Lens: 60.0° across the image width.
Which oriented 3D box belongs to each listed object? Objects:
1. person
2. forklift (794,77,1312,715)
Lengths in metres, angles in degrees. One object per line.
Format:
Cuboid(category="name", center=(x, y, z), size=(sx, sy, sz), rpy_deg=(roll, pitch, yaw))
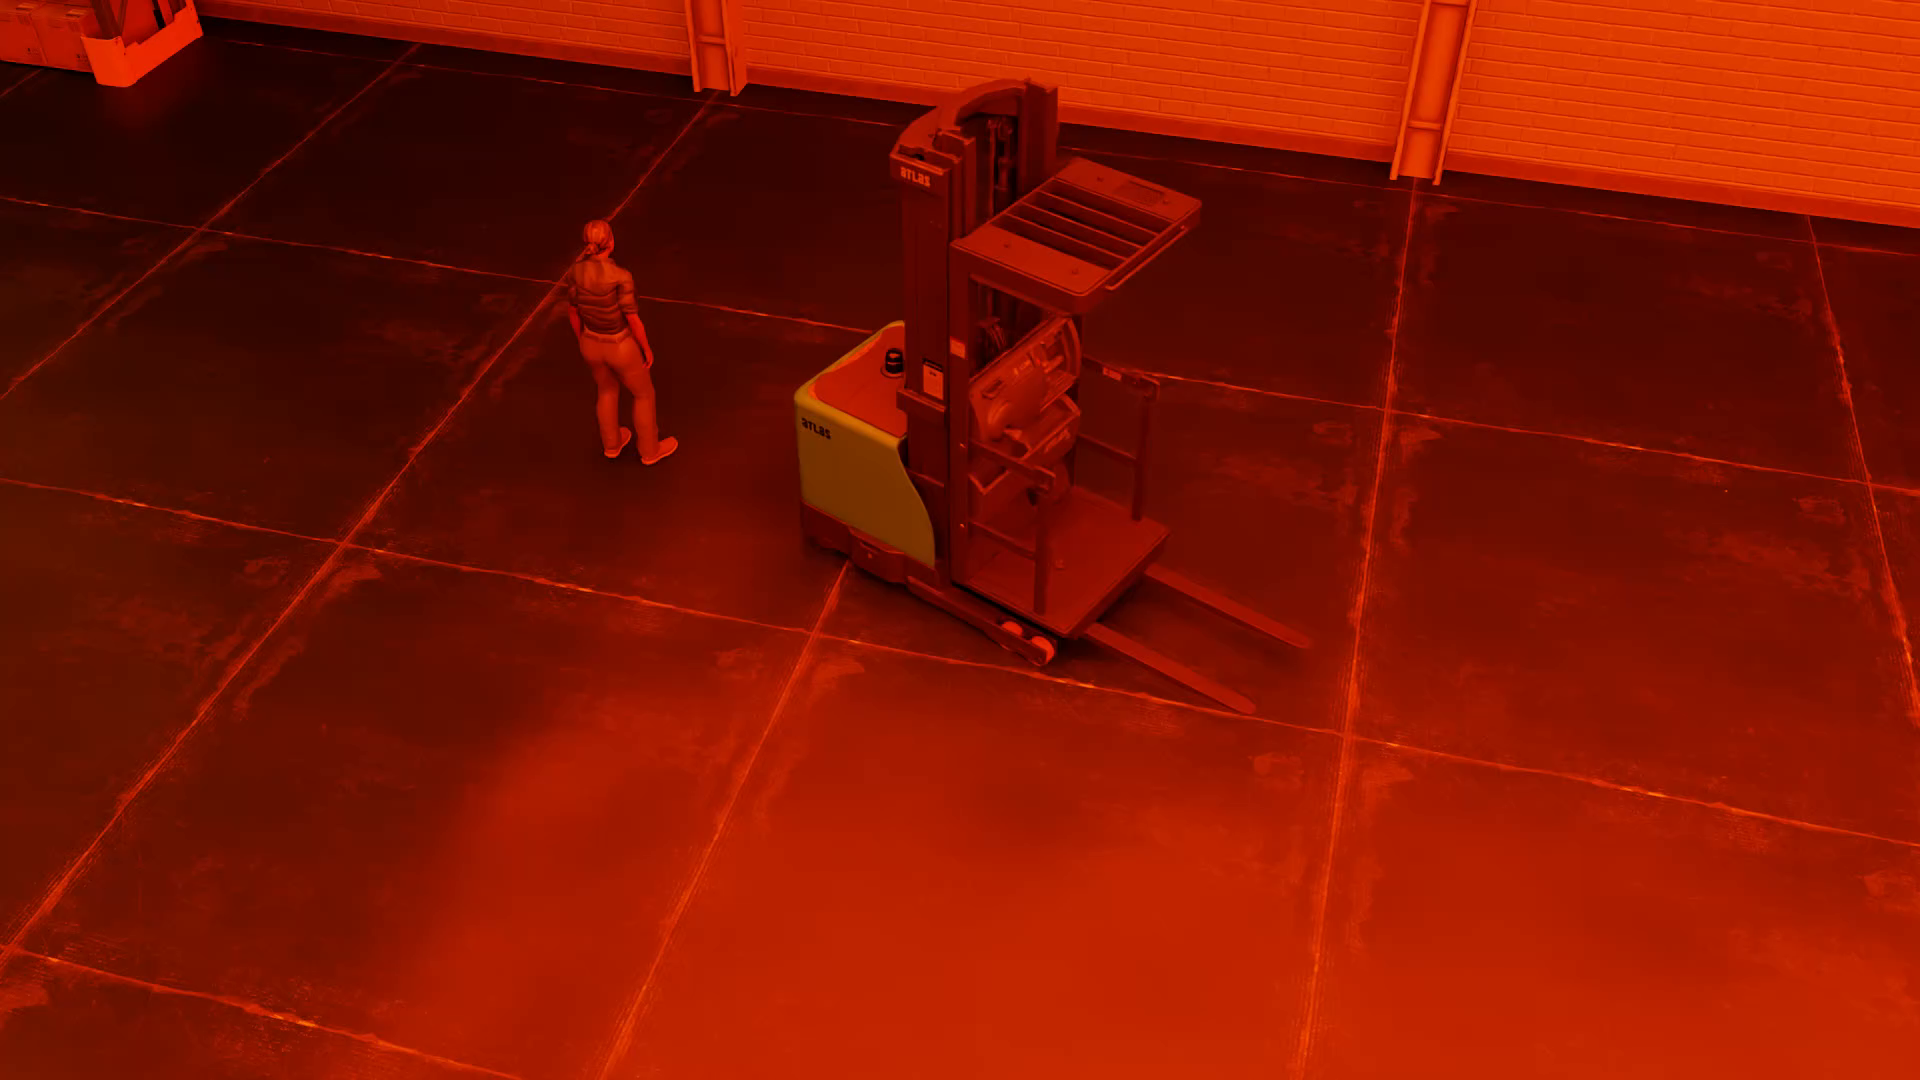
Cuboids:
Cuboid(category="person", center=(-2.111, -1.193, 10.194), size=(0.520, 1.653, 0.349), rpy_deg=(12, 43, 14))
Cuboid(category="forklift", center=(0.520, -0.800, 8.774), size=(3.031, 2.935, 1.130), rpy_deg=(27, 48, 27))
